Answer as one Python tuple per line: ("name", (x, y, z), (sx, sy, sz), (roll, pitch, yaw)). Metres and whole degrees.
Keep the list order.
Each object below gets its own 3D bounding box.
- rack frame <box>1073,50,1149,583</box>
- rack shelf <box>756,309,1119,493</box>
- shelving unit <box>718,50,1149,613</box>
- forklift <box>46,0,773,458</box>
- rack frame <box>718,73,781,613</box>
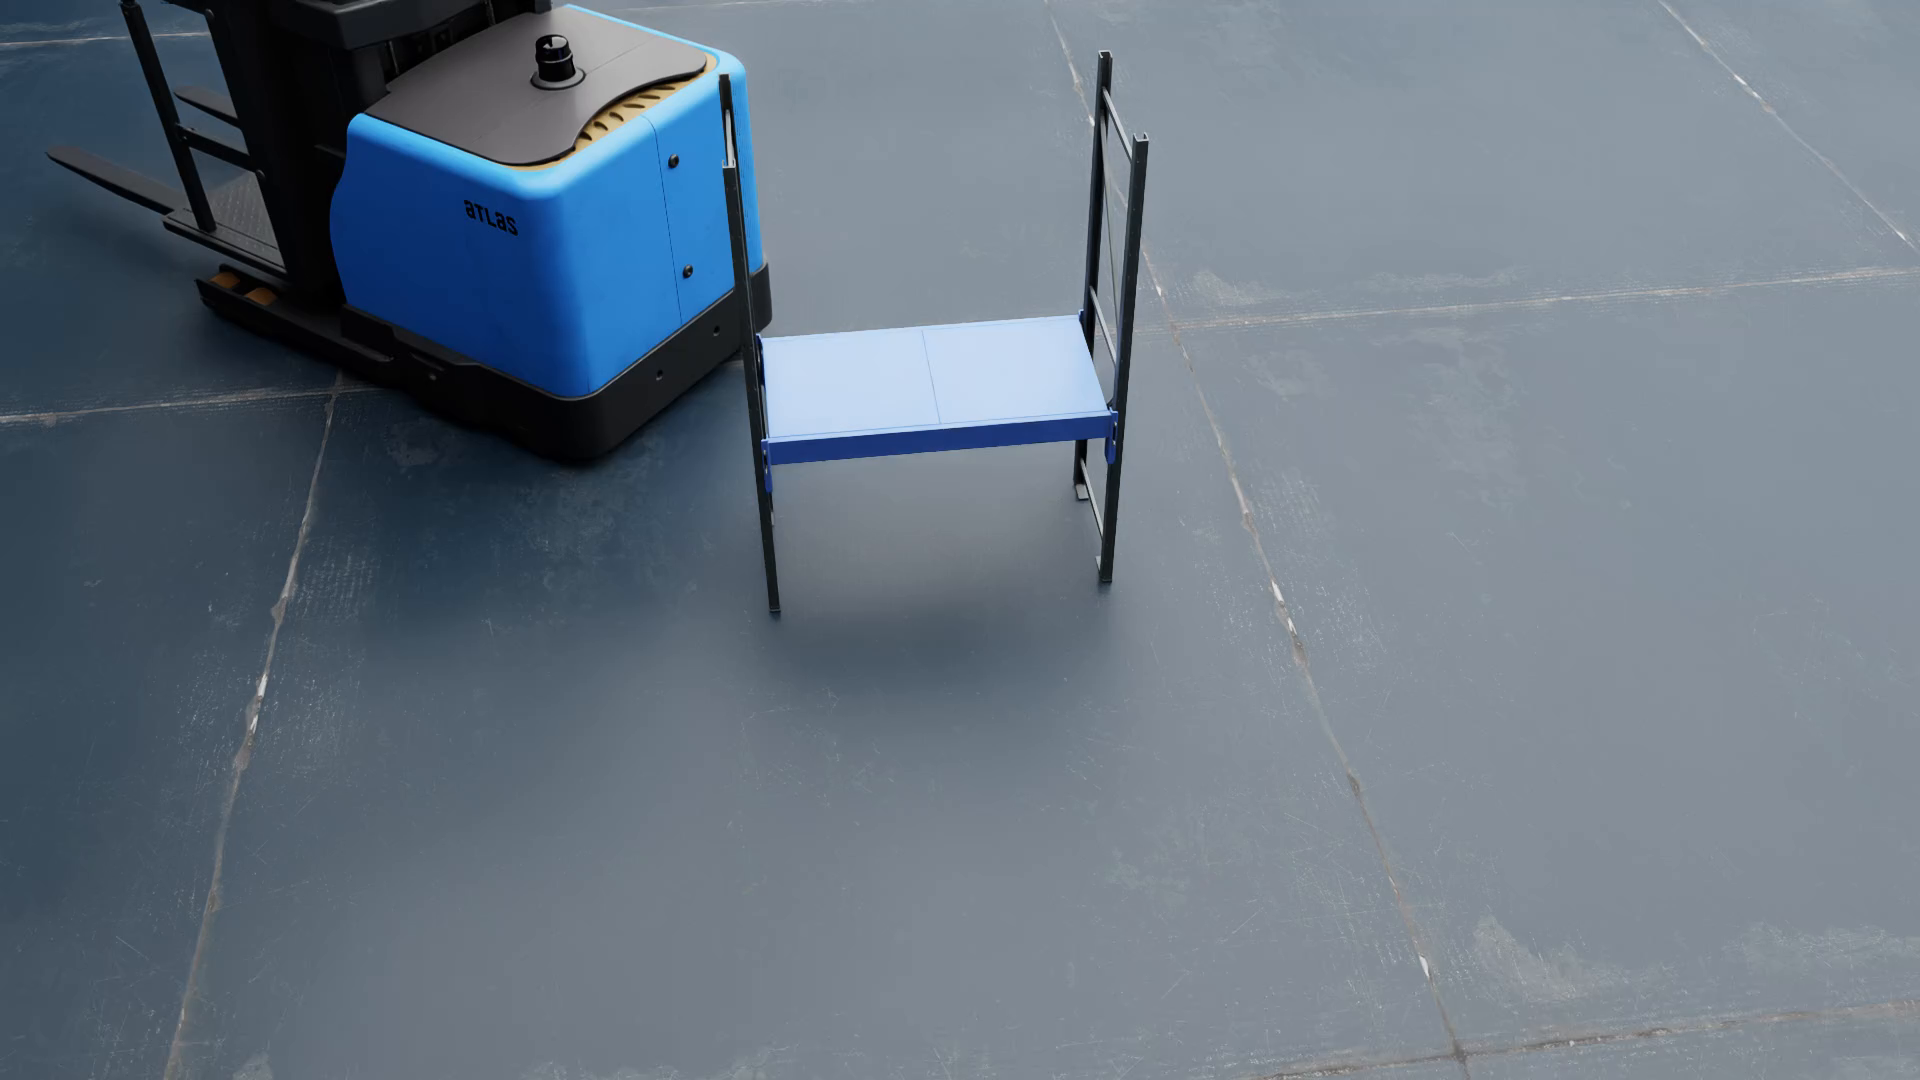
("rack frame", (0.419, -0.594, 4.788), (0.032, 1.500, 0.500), (-5, 42, -6))
("rack shelf", (-0.085, -0.416, 4.860), (1.000, 0.185, 0.538), (-5, 42, -6))
("shelving unit", (-0.085, -0.550, 4.739), (1.048, 1.500, 0.538), (-5, 42, -6))
("forklift", (-2.198, -2.116, 5.408), (3.031, 2.935, 1.130), (23, 47, 24))
("rack frame", (-0.589, -0.505, 4.691), (0.032, 1.500, 0.500), (-5, 42, -6))
